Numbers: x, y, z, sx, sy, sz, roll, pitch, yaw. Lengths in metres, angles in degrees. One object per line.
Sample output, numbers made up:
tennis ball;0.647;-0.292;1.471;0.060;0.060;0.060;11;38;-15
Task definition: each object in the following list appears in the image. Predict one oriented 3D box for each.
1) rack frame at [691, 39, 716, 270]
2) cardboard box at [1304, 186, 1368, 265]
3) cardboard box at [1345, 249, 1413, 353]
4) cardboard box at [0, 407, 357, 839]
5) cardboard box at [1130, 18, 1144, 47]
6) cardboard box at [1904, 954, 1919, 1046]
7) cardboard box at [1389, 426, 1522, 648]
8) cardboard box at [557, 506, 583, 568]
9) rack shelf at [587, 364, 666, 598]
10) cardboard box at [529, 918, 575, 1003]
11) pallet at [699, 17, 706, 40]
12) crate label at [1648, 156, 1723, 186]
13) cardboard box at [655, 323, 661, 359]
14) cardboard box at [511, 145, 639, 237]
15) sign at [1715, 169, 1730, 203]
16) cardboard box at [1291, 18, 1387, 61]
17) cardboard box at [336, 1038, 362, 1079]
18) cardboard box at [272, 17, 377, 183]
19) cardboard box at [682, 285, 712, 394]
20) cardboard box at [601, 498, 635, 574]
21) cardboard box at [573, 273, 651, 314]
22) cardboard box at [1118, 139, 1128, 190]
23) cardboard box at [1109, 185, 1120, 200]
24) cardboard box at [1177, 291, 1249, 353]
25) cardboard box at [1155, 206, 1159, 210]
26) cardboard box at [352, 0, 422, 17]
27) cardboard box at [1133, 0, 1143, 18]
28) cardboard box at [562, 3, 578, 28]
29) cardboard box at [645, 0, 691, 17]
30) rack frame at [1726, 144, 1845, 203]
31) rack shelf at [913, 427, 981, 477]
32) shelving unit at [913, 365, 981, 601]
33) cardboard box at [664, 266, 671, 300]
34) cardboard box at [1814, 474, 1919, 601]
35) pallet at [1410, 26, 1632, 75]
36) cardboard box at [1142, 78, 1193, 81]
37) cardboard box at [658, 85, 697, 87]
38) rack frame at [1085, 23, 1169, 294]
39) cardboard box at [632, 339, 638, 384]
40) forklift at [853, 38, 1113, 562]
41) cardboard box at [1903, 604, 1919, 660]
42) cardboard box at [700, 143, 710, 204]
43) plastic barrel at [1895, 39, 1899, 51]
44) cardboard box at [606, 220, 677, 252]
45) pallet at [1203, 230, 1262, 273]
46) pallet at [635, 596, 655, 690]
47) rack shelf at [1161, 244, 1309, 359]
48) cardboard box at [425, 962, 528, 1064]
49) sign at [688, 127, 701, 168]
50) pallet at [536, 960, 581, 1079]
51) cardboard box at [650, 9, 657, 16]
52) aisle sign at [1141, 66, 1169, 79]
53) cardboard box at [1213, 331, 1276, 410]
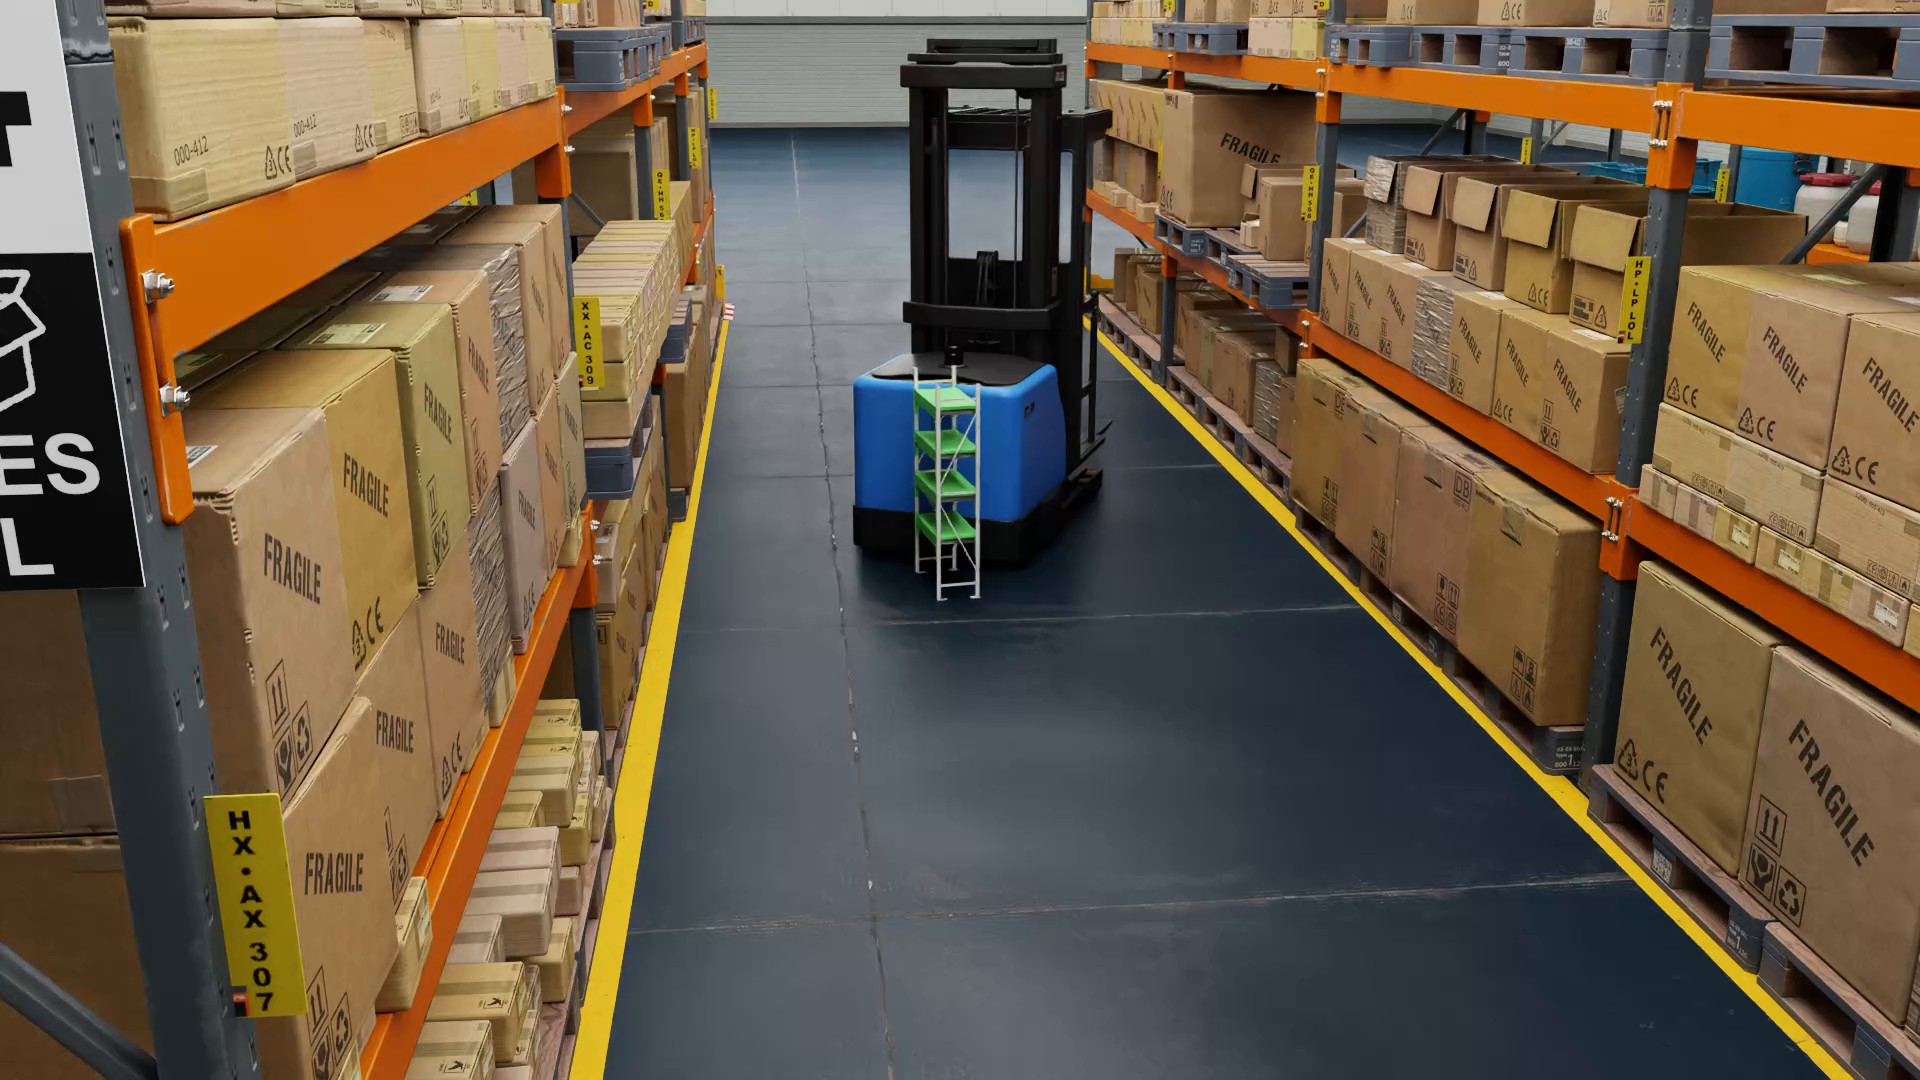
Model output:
rack frame;-3.117;-3.854;17.444;1.000;3.000;0.127;-2;18;-6
cardboard box;2.557;-2.001;10.675;0.500;0.500;0.500;-4;18;-12
cardboard box;2.487;-1.334;9.252;0.500;0.500;0.500;-2;18;-7
cardboard box;-1.249;0.105;2.503;0.500;0.500;0.500;-2;18;-6
cardboard box;1.832;-4.580;15.000;0.500;0.250;0.500;-2;18;-6
cardboard box;3.238;1.144;4.371;0.875;0.875;0.875;-2;18;-6
cardboard box;2.886;-0.045;8.157;1.225;0.875;0.875;-2;18;-8
cardboard box;-1.482;-0.007;5.612;0.380;0.149;0.250;-2;18;-7
rack shelf;-2.085;-0.531;8.062;1.077;0.370;4.000;-2;18;-6
cardboard box;-1.393;1.296;5.100;0.380;0.149;0.250;-2;18;-6
pallet;-3.030;-5.022;16.305;1.003;0.211;1.213;-2;18;-6
crate label;7.213;-3.607;16.599;0.502;0.435;0.616;-2;18;-6
cardboard box;-1.625;-0.955;7.928;0.380;0.149;0.250;-3;18;-8
cardboard box;-2.328;-2.129;10.115;0.700;0.500;0.500;-2;18;-6
sign;6.618;-3.056;14.443;0.100;0.325;0.005;-2;18;-6
cardboard box;2.359;-3.087;10.245;0.500;0.250;0.500;-2;18;-6
cardboard box;-1.174;0.926;2.638;0.380;0.149;0.250;-2;18;-6
cardboard box;-1.309;-0.745;2.785;0.500;0.250;0.500;-1;17;-4
cardboard box;-2.551;-1.607;13.342;1.050;0.750;0.750;-2;18;-6
cardboard box;-1.750;-0.031;7.488;0.500;0.250;0.500;-1;17;-4
cardboard box;-1.571;-1.084;7.349;0.380;0.149;0.250;-2;18;-6
cardboard box;2.036;-3.706;16.311;0.875;0.500;0.500;-2;18;-6
cardboard box;1.702;-3.466;16.629;0.380;0.149;0.250;-2;18;-6
cardboard box;2.238;-1.913;14.736;0.500;0.500;0.500;-2;18;-7
cardboard box;1.943;-2.871;14.735;0.380;0.149;0.250;-2;18;-6
cardboard box;-1.348;-1.130;3.177;0.500;0.250;0.500;-2;17;-5
cardboard box;1.778;-4.815;15.084;0.380;0.149;0.250;-1;17;-3
cardboard box;-1.761;-2.136;6.413;0.500;0.311;0.500;-2;18;-6
cardboard box;-2.432;-4.417;13.783;0.380;0.149;0.250;-2;18;-5
rack frame;7.166;-2.938;14.528;1.000;3.000;0.127;-2;18;-6
rack shelf;-0.075;-0.488;9.140;0.258;0.148;0.480;-5;18;-15
shelving unit;-0.075;-0.320;9.193;0.258;1.200;0.503;-5;18;-15
cardboard box;-1.704;-1.327;8.618;0.380;0.149;0.250;-2;18;-6
cardboard box;2.958;-0.021;4.991;0.500;0.250;0.500;-1;17;-4
pallet;2.890;-2.411;8.157;1.003;0.211;1.213;-1;17;-3
cardboard box;2.130;-4.487;17.130;0.500;0.500;0.500;-2;18;-6
cardboard box;-3.117;-4.329;16.904;0.875;0.550;0.550;-2;18;-6
rack frame;1.827;-3.977;17.836;1.000;3.000;0.127;-2;18;-6
cardboard box;-1.491;-0.710;6.651;0.380;0.149;0.250;-2;18;-7
forklift;0.320;-1.677;10.624;1.130;2.935;3.031;6;18;18
cardboard box;2.927;0.281;4.694;0.380;0.149;0.250;-2;18;-7
cardboard box;-2.955;-3.653;16.554;0.875;0.550;0.550;-2;18;-6
plastic barrel;7.502;-4.269;12.922;0.600;0.901;0.600;0;17;0
cardboard box;-1.785;-1.703;9.318;0.380;0.149;0.250;-2;18;-8
pallet;2.407;-2.090;12.148;1.003;0.211;1.213;-2;18;-6
pallet;-2.090;0.456;8.373;1.003;0.211;1.213;-2;18;-6
rack shelf;2.446;-1.846;12.250;1.077;0.370;4.000;-2;18;-6
cardboard box;-1.338;1.231;4.313;0.380;0.149;0.250;-2;17;-5
sign;-2.166;-3.196;13.549;0.100;0.325;0.005;-2;18;-6
pallet;-1.646;1.615;4.680;1.003;0.211;1.213;-2;18;-6
cardboard box;-2.199;-3.450;10.532;0.500;0.250;0.500;-1;17;-4
aisle sign;2.119;-5.245;17.535;0.394;0.787;0.004;-2;18;-6
cardboard box;2.370;-1.309;12.779;0.700;0.500;0.500;-3;18;-10
